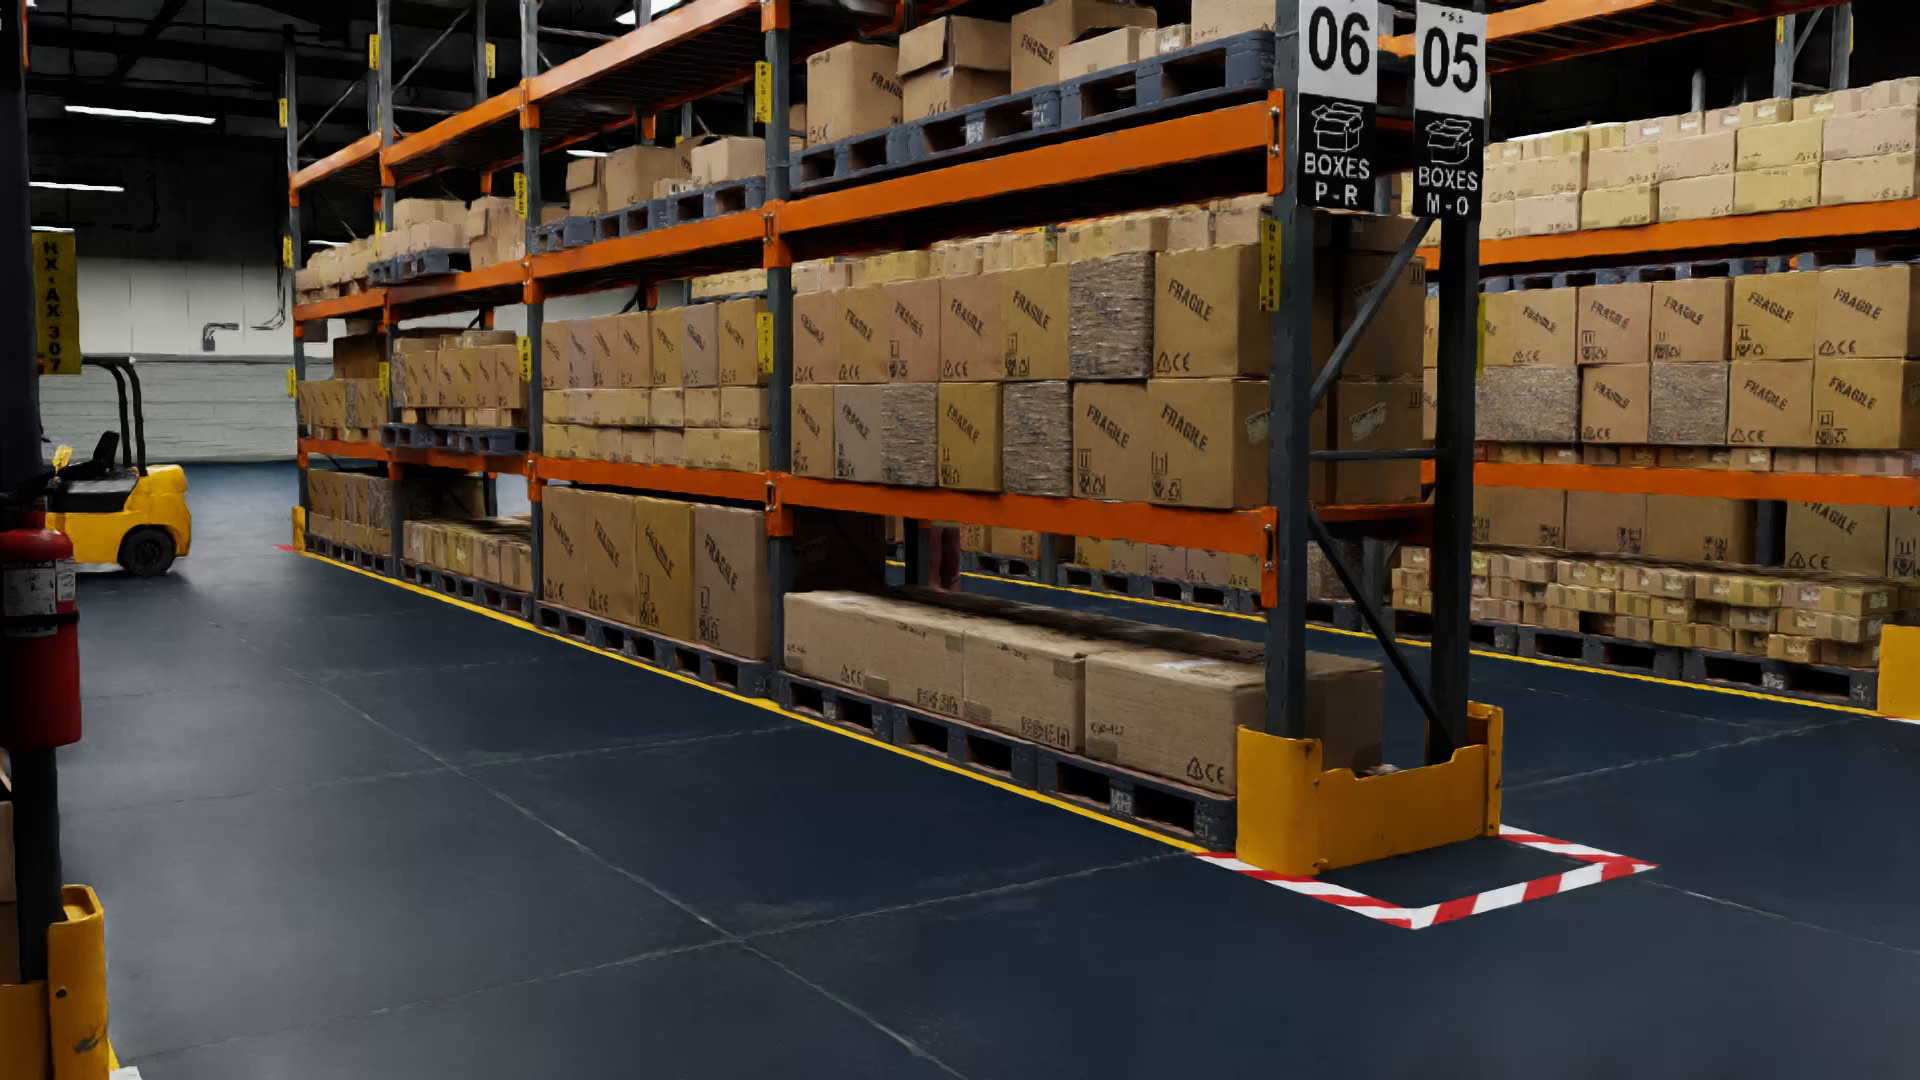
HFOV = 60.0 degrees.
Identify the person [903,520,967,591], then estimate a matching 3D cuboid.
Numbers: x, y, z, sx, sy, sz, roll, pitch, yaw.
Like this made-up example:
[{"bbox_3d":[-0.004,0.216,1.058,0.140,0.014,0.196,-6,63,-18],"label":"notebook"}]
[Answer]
[{"bbox_3d":[-0.191,-0.077,11.528,0.556,1.646,0.550,-3,6,-33],"label":"person"}]
